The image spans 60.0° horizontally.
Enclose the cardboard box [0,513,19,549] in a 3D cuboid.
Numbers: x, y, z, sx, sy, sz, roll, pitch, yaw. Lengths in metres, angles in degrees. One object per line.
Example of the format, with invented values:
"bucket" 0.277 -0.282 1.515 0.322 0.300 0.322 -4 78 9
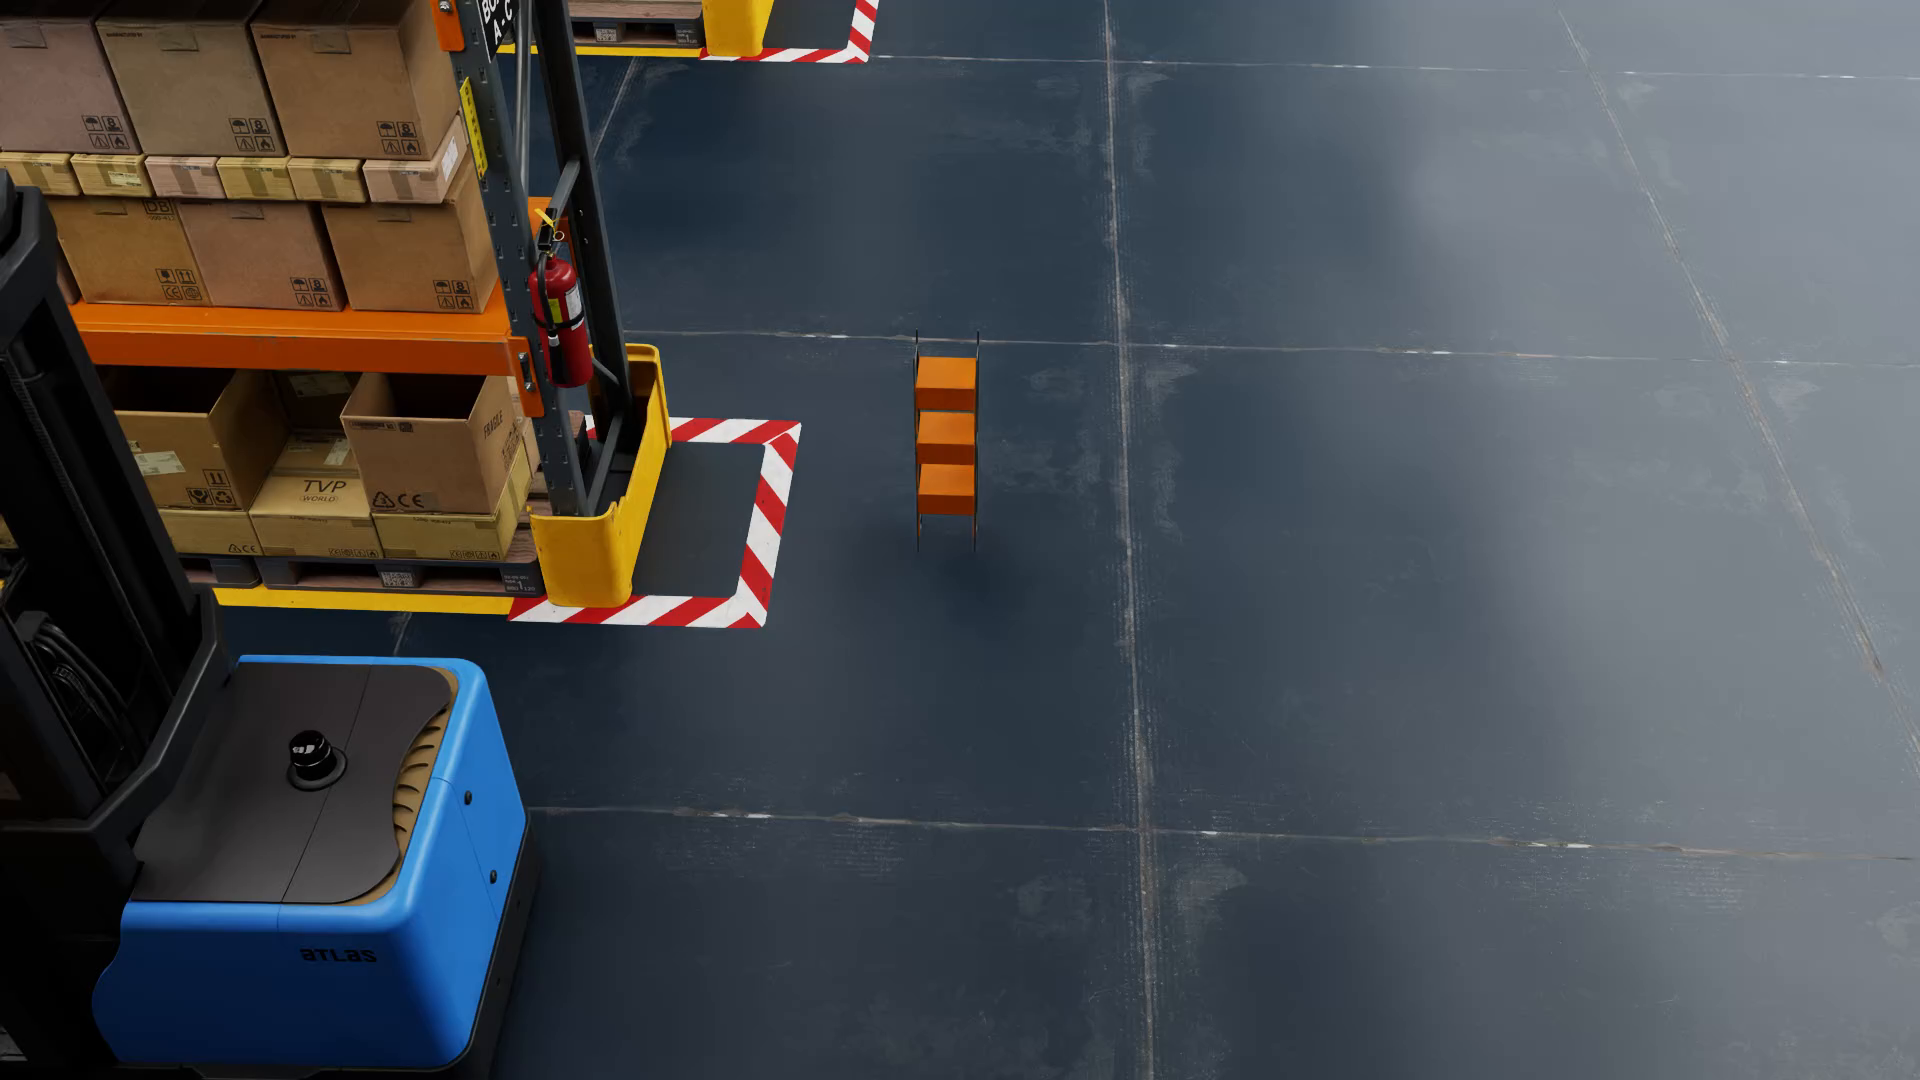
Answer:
"cardboard box" -4.110 -0.227 7.002 0.500 0.250 0.500 2 43 2

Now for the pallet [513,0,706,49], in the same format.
"pallet" -2.225 -3.566 10.923 1.213 0.211 1.003 2 43 2

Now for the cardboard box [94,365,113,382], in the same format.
"cardboard box" -3.611 -0.487 6.732 0.500 0.500 0.500 2 43 2

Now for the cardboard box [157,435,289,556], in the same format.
"cardboard box" -3.111 -0.199 6.972 0.500 0.250 0.500 2 43 2

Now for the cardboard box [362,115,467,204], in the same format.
"cardboard box" -1.953 -1.371 5.971 0.250 0.149 0.380 1 43 1

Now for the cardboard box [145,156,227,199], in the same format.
"cardboard box" -2.721 -1.395 5.997 0.250 0.149 0.380 2 43 2

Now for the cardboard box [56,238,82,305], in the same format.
"cardboard box" -3.575 -1.320 6.393 0.500 0.500 0.700 3 43 3

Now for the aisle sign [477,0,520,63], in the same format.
"aisle sign" -1.510 -1.964 5.250 0.004 0.787 0.394 2 43 2

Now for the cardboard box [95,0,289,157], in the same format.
"cardboard box" -2.607 -1.763 5.917 0.500 0.500 0.700 1 43 1

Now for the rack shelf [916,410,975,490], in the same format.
"rack shelf" -0.053 -0.378 6.901 0.240 0.259 0.215 2 43 2

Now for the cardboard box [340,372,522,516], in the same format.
"cardboard box" -2.112 -0.450 6.692 0.500 0.500 0.500 2 43 2

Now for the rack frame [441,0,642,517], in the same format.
"rack frame" -1.562 -1.215 6.353 0.127 3.000 1.000 2 43 2

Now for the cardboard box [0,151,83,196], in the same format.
"cardboard box" -3.246 -1.409 6.013 0.250 0.149 0.380 3 43 3

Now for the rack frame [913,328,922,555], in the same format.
"rack frame" -0.175 -0.390 6.898 0.008 1.050 0.200 2 43 2

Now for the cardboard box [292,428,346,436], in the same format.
"cardboard box" -2.588 -0.543 7.341 0.500 0.250 0.500 2 43 2

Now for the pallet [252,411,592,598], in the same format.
"pallet" -2.328 -0.189 7.298 1.213 0.211 1.003 2 43 2

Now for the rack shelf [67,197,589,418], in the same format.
"rack shelf" -3.560 -1.013 6.664 4.000 0.370 1.077 2 43 2

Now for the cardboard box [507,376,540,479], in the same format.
"cardboard box" -2.088 -0.530 7.328 0.500 0.250 0.500 2 43 2

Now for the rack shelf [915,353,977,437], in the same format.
"rack shelf" -0.053 -0.586 6.708 0.240 0.259 0.215 2 43 2

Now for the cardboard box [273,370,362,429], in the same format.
"cardboard box" -2.588 -0.819 7.087 0.500 0.500 0.500 2 43 2

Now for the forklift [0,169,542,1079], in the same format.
"forklift" -3.011 0.396 4.675 3.031 2.935 1.130 1 43 1

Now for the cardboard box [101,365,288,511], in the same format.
"cardboard box" -3.111 -0.471 6.714 0.500 0.500 0.500 2 43 2

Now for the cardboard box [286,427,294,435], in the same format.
"cardboard box" -3.087 -0.559 7.358 0.500 0.250 0.500 2 43 2

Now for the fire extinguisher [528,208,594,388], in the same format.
"fire extinguisher" -1.465 -0.866 6.036 0.183 0.674 0.296 2 43 2

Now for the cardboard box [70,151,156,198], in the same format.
"cardboard box" -2.983 -1.402 6.006 0.250 0.149 0.380 3 43 3

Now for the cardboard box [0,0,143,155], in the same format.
"cardboard box" -3.110 -1.778 5.933 0.500 0.500 0.700 2 43 2

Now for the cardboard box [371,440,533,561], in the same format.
"cardboard box" -2.111 -0.178 6.949 0.500 0.250 0.500 2 43 2

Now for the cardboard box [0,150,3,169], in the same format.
"cardboard box" -3.502 -1.417 6.021 0.250 0.149 0.380 1 43 1

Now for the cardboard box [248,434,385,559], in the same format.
"cardboard box" -2.611 -0.185 6.957 0.500 0.250 0.500 2 43 2

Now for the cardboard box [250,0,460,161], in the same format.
"cardboard box" -2.081 -1.751 5.903 0.500 0.500 0.700 2 43 2

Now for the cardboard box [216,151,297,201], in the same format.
"cardboard box" -2.470 -1.385 5.987 0.250 0.149 0.380 1 43 1

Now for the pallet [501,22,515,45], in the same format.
"pallet" -3.440 -3.605 10.965 1.213 0.211 1.003 2 43 2

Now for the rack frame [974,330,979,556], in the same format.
"rack frame" 0.068 -0.382 6.890 0.008 1.050 0.200 2 43 2

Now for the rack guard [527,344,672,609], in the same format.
"rack guard" -1.538 -0.299 7.205 0.348 0.500 1.175 2 43 2

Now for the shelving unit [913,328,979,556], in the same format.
"shelving unit" -0.053 -0.386 6.894 0.252 1.050 0.215 2 43 2

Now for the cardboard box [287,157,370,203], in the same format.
"cardboard box" -2.214 -1.378 5.979 0.250 0.149 0.380 3 43 3

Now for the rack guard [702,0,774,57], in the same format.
"rack guard" -1.414 -3.643 10.794 0.348 0.500 1.175 2 43 2

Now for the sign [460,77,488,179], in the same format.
"sign" -1.601 -1.356 5.482 0.005 0.325 0.100 2 43 2

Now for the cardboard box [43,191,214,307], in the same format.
"cardboard box" -3.049 -1.306 6.378 0.500 0.500 0.700 2 43 2

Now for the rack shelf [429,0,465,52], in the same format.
"rack shelf" -3.560 -2.110 5.642 4.000 0.370 1.077 2 43 2

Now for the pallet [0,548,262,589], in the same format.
"pallet" -3.544 -0.229 7.341 1.213 0.211 1.003 2 43 2

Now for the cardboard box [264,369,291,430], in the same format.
"cardboard box" -3.088 -0.825 7.094 0.500 0.500 0.500 2 43 2

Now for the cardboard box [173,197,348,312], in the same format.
"cardboard box" -2.553 -1.287 6.358 0.500 0.500 0.700 3 43 3

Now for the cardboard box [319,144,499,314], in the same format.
"cardboard box" -2.028 -1.274 6.344 0.500 0.500 0.700 2 43 2

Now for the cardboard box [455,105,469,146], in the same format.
"cardboard box" -1.945 -1.647 6.268 0.250 0.149 0.380 1 43 2

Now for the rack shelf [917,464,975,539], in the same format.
"rack shelf" -0.053 -0.175 7.091 0.240 0.259 0.215 2 43 2
